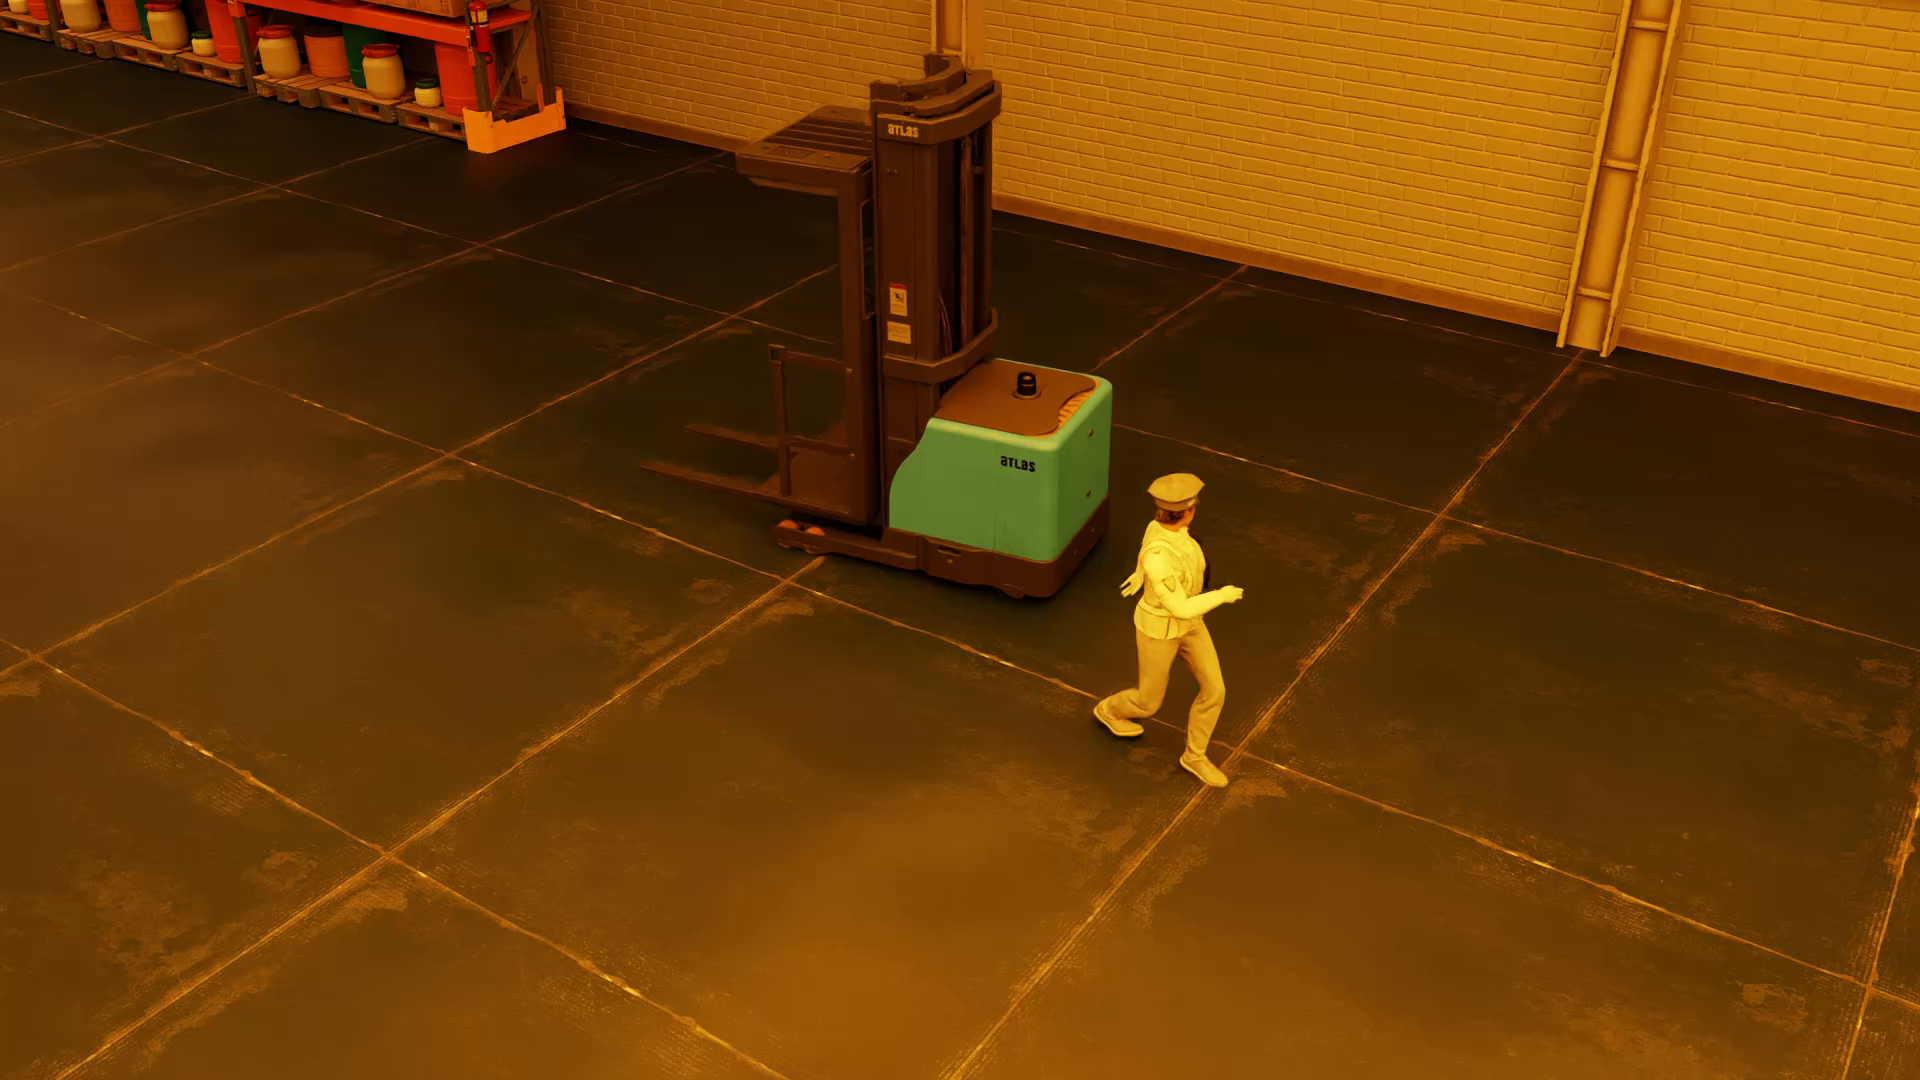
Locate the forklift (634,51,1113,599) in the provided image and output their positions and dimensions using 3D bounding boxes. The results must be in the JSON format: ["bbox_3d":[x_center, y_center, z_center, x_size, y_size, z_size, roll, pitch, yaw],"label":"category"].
[{"bbox_3d":[-0.625,-1.405,10.001,3.031,2.935,1.130,13,33,21],"label":"forklift"}]

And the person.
[{"bbox_3d":[1.050,0.418,8.247,0.853,1.591,0.517,23,37,34],"label":"person"}]
